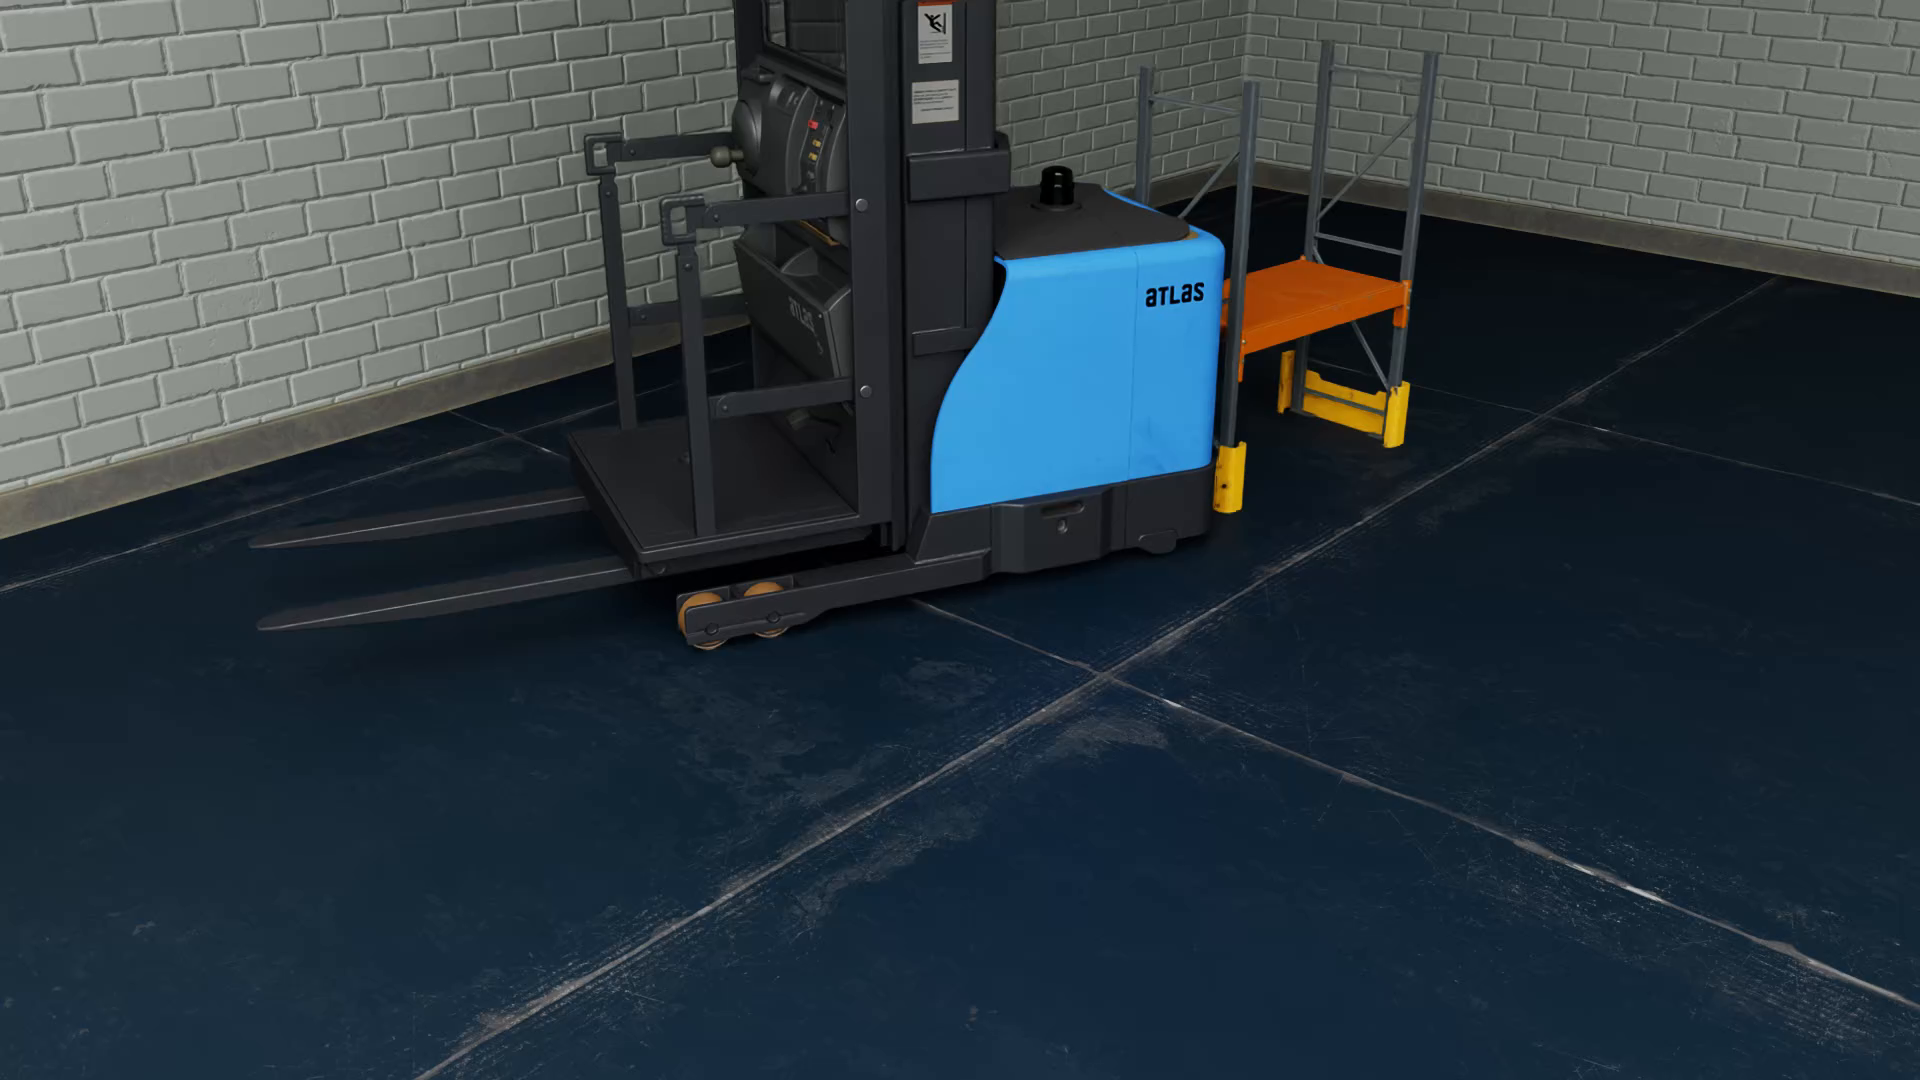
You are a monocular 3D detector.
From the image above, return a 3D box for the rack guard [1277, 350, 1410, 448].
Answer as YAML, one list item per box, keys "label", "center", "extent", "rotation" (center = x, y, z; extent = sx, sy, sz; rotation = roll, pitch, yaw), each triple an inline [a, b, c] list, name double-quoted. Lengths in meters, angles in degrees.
- label: "rack guard"
  center: [1.543, -0.576, 6.729]
  extent: [0.087, 0.250, 0.587]
  rotation: [-20, 31, -37]

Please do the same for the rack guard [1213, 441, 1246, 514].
- label: "rack guard"
  center: [0.799, -0.305, 6.125]
  extent: [0.087, 0.250, 0.587]
  rotation: [-20, 31, -37]

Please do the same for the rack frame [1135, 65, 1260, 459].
- label: "rack frame"
  center: [0.798, -0.875, 5.869]
  extent: [0.032, 1.500, 0.500]
  rotation: [-20, 31, -37]

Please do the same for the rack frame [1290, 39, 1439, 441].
- label: "rack frame"
  center: [1.557, -1.152, 6.485]
  extent: [0.032, 1.500, 0.500]
  rotation: [-20, 31, -37]

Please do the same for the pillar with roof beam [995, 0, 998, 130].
- label: "pillar with roof beam"
  center: [3.156, -4.354, 4.461]
  extent: [9.100, 9.000, 0.400]
  rotation: [20, 31, 38]

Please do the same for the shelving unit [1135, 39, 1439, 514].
- label: "shelving unit"
  center: [1.171, -1.011, 6.172]
  extent: [1.083, 1.500, 0.587]
  rotation: [-20, 31, -37]

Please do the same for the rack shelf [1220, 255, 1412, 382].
- label: "rack shelf"
  center: [1.178, -0.849, 6.251]
  extent: [1.000, 0.185, 0.538]
  rotation: [-20, 31, -37]

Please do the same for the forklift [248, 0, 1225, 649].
- label: "forklift"
  center: [-0.704, -1.254, 4.963]
  extent: [3.031, 2.935, 1.130]
  rotation: [-10, 26, -21]
